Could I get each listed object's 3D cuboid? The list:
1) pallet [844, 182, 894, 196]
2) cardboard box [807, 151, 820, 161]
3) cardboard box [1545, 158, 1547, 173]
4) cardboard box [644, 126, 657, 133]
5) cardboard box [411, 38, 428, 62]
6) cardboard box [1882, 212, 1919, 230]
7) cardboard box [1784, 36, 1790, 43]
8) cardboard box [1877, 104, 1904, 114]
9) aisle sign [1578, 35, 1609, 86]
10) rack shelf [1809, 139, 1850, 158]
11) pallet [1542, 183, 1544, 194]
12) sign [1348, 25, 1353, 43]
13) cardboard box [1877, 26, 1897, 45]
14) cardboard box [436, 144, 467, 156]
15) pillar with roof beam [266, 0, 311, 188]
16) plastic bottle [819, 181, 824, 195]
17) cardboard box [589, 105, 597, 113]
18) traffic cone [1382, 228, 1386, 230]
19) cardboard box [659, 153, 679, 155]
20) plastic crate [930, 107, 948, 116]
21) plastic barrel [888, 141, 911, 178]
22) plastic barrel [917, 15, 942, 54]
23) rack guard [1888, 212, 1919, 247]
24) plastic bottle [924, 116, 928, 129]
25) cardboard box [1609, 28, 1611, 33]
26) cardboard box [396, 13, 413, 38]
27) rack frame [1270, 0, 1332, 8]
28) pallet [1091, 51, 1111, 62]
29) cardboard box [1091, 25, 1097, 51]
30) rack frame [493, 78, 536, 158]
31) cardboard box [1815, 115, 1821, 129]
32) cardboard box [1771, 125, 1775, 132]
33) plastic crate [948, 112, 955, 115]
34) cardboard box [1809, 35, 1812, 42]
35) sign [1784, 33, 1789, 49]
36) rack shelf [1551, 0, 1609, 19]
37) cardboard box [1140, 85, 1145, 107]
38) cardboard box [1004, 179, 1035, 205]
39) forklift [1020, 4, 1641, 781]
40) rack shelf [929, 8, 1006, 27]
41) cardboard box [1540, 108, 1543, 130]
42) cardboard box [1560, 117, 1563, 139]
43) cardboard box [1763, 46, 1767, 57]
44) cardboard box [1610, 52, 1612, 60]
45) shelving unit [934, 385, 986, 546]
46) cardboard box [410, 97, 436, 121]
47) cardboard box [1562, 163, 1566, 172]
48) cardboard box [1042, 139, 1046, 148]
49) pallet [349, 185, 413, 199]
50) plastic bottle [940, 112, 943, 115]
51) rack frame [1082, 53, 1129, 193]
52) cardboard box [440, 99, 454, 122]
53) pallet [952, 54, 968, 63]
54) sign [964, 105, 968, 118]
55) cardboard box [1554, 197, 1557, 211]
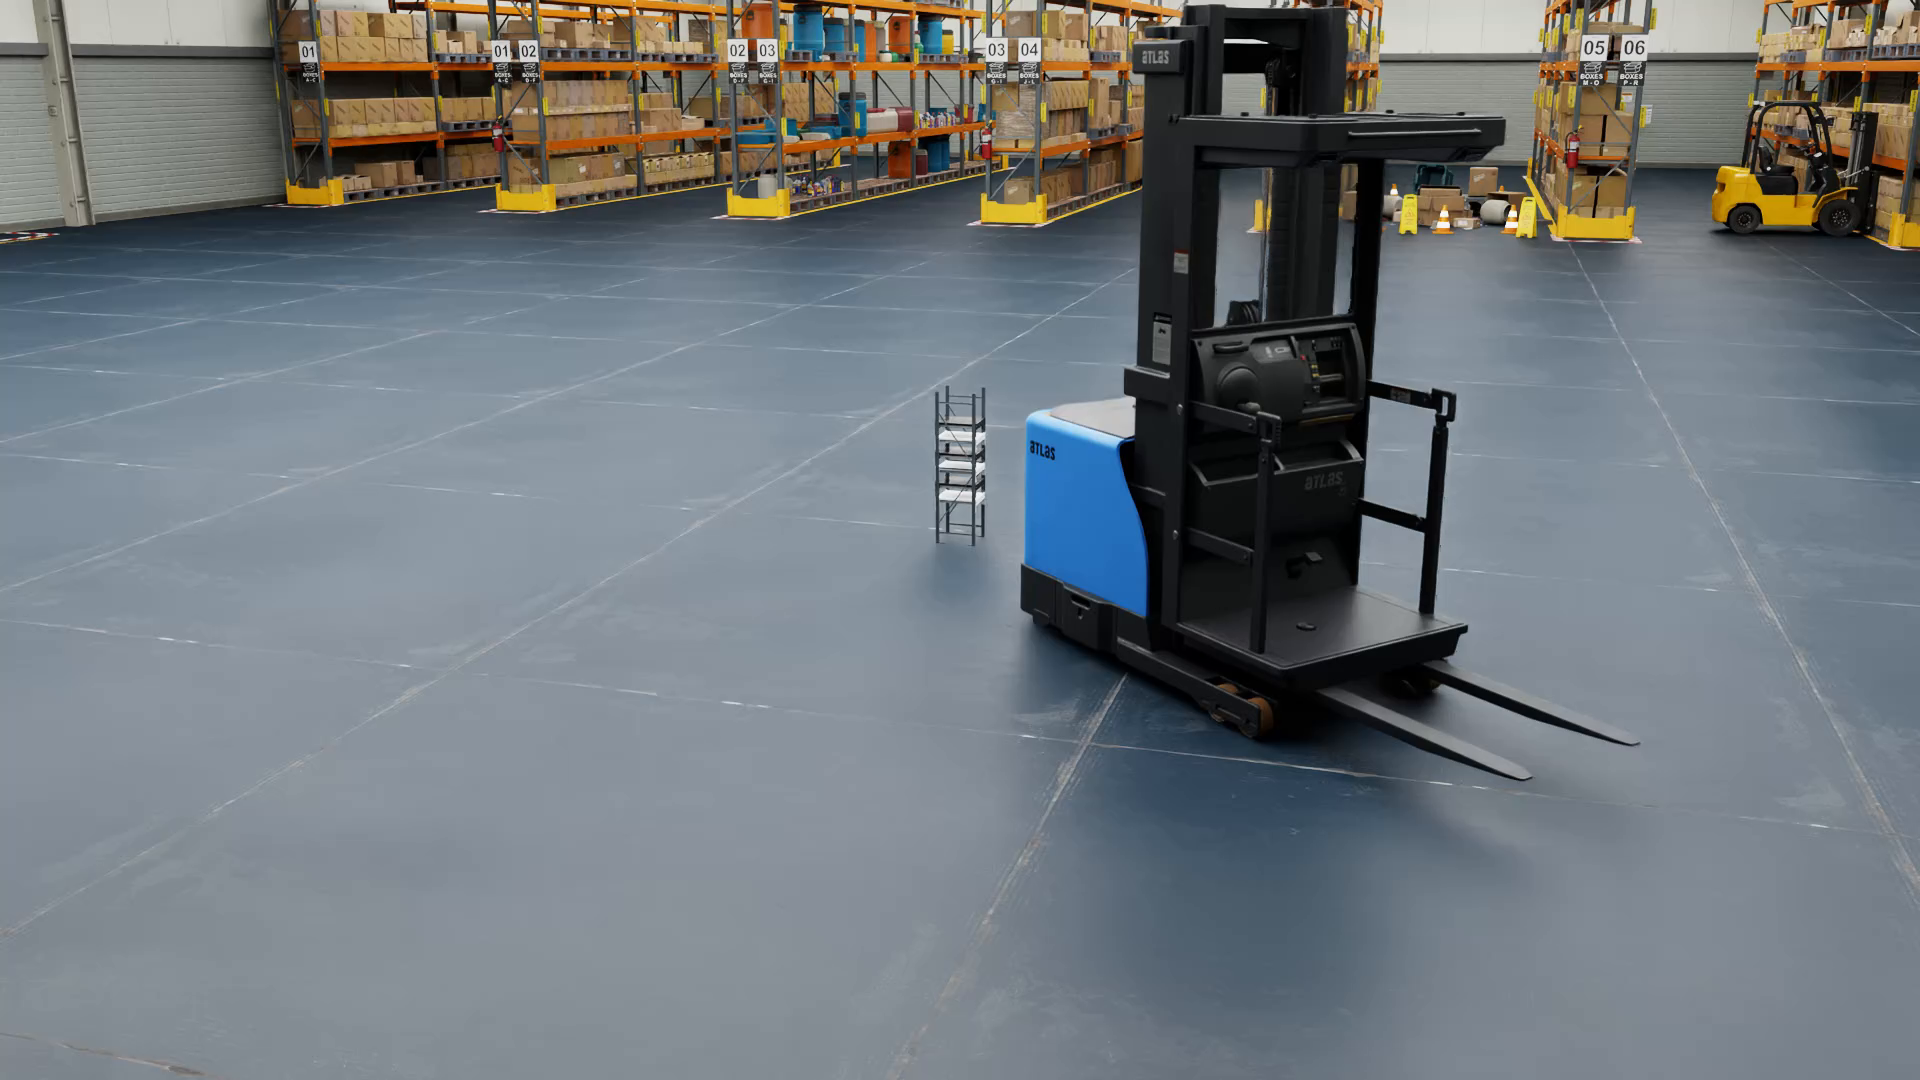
[{"bbox_3d":[-2.128,-7.819,37.008,1.003,0.211,1.213,5,16,16],"label":"pallet"},{"bbox_3d":[-4.214,-10.637,46.068,0.500,0.250,0.500,5,16,16],"label":"cardboard box"},{"bbox_3d":[13.765,-8.583,37.718,0.875,0.875,0.875,5,17,18],"label":"cardboard box"},{"bbox_3d":[-6.959,-9.112,36.917,0.380,0.149,0.250,5,16,16],"label":"cardboard box"},{"bbox_3d":[-12.065,-10.749,36.511,0.500,0.500,0.500,5,17,17],"label":"cardboard box"},{"bbox_3d":[15.045,-5.075,26.495,0.500,0.250,0.500,5,17,16],"label":"cardboard box"},{"bbox_3d":[18.119,-10.859,36.083,0.380,0.149,0.250,5,17,17],"label":"cardboard box"},{"bbox_3d":[15.705,-7.266,28.031,0.380,0.149,0.250,4,16,15],"label":"cardboard box"},{"bbox_3d":[10.159,-7.689,26.678,0.394,0.787,0.004,5,16,16],"label":"aisle sign"},{"bbox_3d":[16.920,-7.272,31.290,1.077,0.370,4.000,5,16,16],"label":"rack shelf"},{"bbox_3d":[13.373,-7.703,36.599,1.003,0.211,1.213,5,16,16],"label":"pallet"},{"bbox_3d":[7.349,-9.524,31.319,0.100,0.325,0.005,5,16,16],"label":"sign"},{"bbox_3d":[15.881,-8.547,28.178,0.500,0.311,0.500,5,17,17],"label":"cardboard box"},{"bbox_3d":[-11.842,-9.079,38.742,0.500,0.250,0.500,4,16,15],"label":"cardboard box"},{"bbox_3d":[-9.797,-11.156,32.669,9.100,9.000,0.400,5,16,16],"label":"pillar with roof beam"},{"bbox_3d":[-2.798,-7.103,33.569,0.097,0.271,0.097,0,16,0],"label":"plastic bottle"},{"bbox_3d":[-7.714,-8.887,34.293,0.380,0.149,0.250,5,17,18],"label":"cardboard box"},{"bbox_3d":[7.192,-5.598,28.719,0.336,0.463,0.334,5,16,16],"label":"traffic cone"},{"bbox_3d":[-6.842,-8.960,39.163,0.500,0.311,0.500,4,16,14],"label":"cardboard box"},{"bbox_3d":[-0.580,-10.894,42.661,0.392,0.384,0.575,5,16,16],"label":"plastic crate"},{"bbox_3d":[-1.400,-8.965,39.148,0.600,0.830,0.708,5,16,16],"label":"plastic barrel"},{"bbox_3d":[-0.724,-12.152,39.992,0.600,0.901,0.708,5,16,16],"label":"plastic barrel"},{"bbox_3d":[15.208,-4.840,25.976,1.175,0.500,0.348,5,16,16],"label":"rack guard"},{"bbox_3d":[-0.810,-9.923,39.531,0.061,0.283,0.133,5,16,16],"label":"plastic bottle"},{"bbox_3d":[11.214,-8.611,28.194,0.380,0.149,0.250,5,17,17],"label":"cardboard box"},{"bbox_3d":[-12.186,-11.085,35.863,0.500,0.500,0.500,6,17,19],"label":"cardboard box"},{"bbox_3d":[5.680,-9.676,27.452,1.000,3.000,0.127,5,16,16],"label":"rack frame"},{"bbox_3d":[2.367,-9.753,33.566,1.213,0.211,1.003,5,16,16],"label":"pallet"},{"bbox_3d":[2.318,-10.058,33.335,0.797,0.503,0.637,4,16,13],"label":"cardboard box"},{"bbox_3d":[-11.021,-10.446,41.162,1.000,3.000,0.127,5,16,16],"label":"rack frame"},{"bbox_3d":[17.104,-8.215,32.653,0.500,0.250,0.500,5,16,16],"label":"cardboard box"},{"bbox_3d":[18.577,-9.310,37.616,0.380,0.149,0.250,5,17,17],"label":"cardboard box"},{"bbox_3d":[-0.094,-11.257,44.218,0.416,0.233,0.300,5,16,16],"label":"plastic crate"},{"bbox_3d":[17.671,-10.300,34.147,0.380,0.149,0.250,5,16,16],"label":"cardboard box"},{"bbox_3d":[18.102,-10.920,36.387,0.100,0.325,0.005,5,16,16],"label":"sign"},{"bbox_3d":[13.296,-11.396,35.569,1.077,0.370,4.000,5,16,16],"label":"rack shelf"},{"bbox_3d":[3.983,-10.525,39.417,0.797,0.503,0.637,5,17,16],"label":"cardboard box"},{"bbox_3d":[1.147,-6.362,30.575,0.500,0.500,0.500,8,18,26],"label":"cardboard box"},{"bbox_3d":[1.507,-0.732,7.040,1.130,2.935,3.031,-10,18,-30],"label":"forklift"},{"bbox_3d":[0.183,-13.595,43.322,1.077,0.370,4.000,5,16,16],"label":"rack shelf"},{"bbox_3d":[13.751,-9.761,38.563,0.500,0.500,0.500,5,17,16],"label":"cardboard box"},{"bbox_3d":[11.079,-7.444,29.847,0.500,0.500,0.500,5,16,16],"label":"cardboard box"},{"bbox_3d":[19.249,-11.519,39.177,0.500,0.250,0.500,5,17,17],"label":"cardboard box"},{"bbox_3d":[11.004,-8.025,27.590,0.380,0.149,0.250,5,16,16],"label":"cardboard box"},{"bbox_3d":[0.002,-0.435,9.714,0.258,0.900,0.210,5,16,16],"label":"shelving unit"},{"bbox_3d":[-11.995,-9.550,36.867,0.500,0.500,0.500,5,16,16],"label":"cardboard box"},{"bbox_3d":[10.547,-6.381,28.536,0.380,0.149,0.250,5,17,17],"label":"cardboard box"},{"bbox_3d":[1.352,-7.200,30.177,0.380,0.149,0.250,5,16,16],"label":"cardboard box"},{"bbox_3d":[-12.659,-7.560,36.095,1.003,0.211,1.213,5,16,16],"label":"pallet"},{"bbox_3d":[-0.471,-10.446,41.252,0.144,0.351,0.185,5,16,16],"label":"plastic bottle"},{"bbox_3d":[3.227,-9.294,37.099,1.000,3.000,0.127,5,16,16],"label":"rack frame"},{"bbox_3d":[-11.980,-9.790,37.859,0.700,0.500,0.500,5,16,16],"label":"cardboard box"},{"bbox_3d":[-0.515,-11.864,41.010,1.213,0.211,1.003,5,16,16],"label":"pallet"},{"bbox_3d":[0.141,-10.815,41.953,0.100,0.325,0.005,5,16,16],"label":"sign"},{"bbox_3d":[11.024,-6.084,30.052,0.500,0.250,0.500,6,17,19],"label":"cardboard box"}]
